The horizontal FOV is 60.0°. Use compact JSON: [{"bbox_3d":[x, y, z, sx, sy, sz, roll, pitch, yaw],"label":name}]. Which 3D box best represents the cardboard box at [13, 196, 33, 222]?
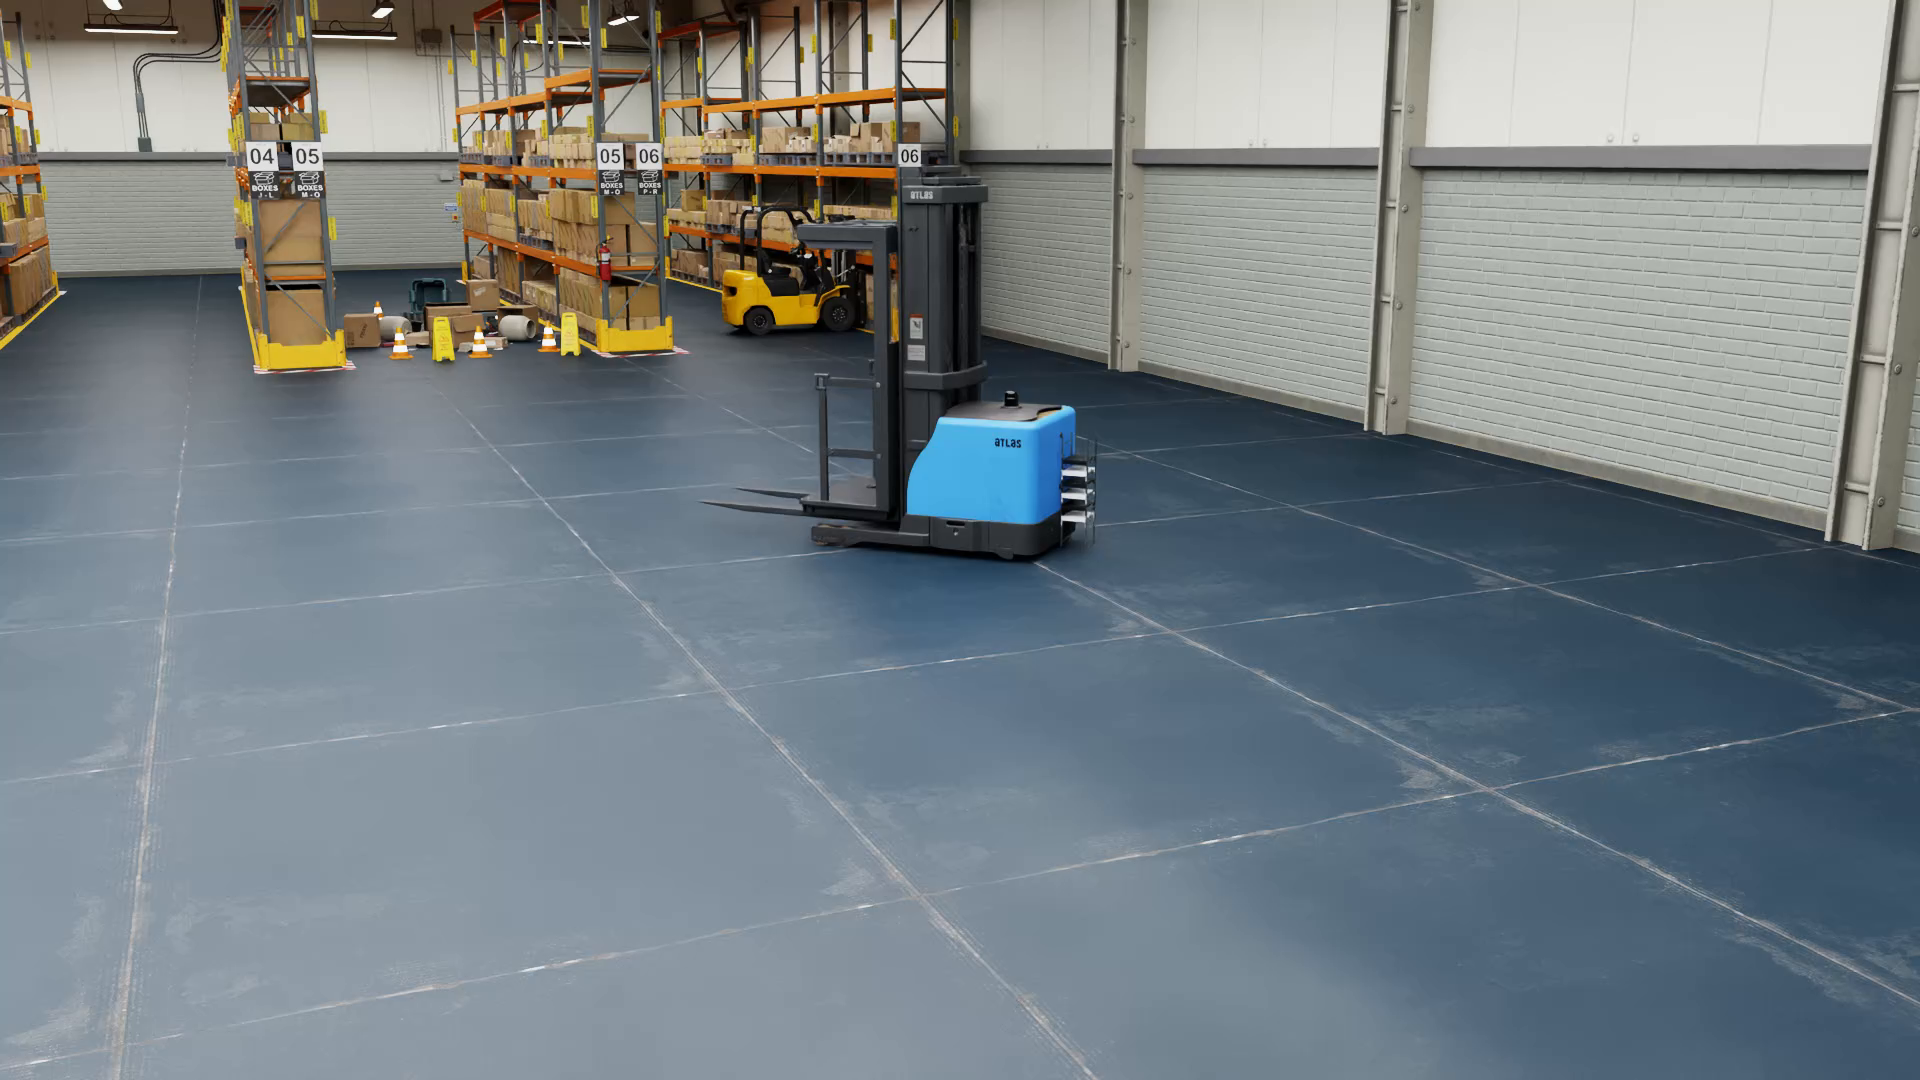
[{"bbox_3d":[-19.170,-6.726,33.788,0.500,0.500,0.500,-6,14,-23],"label":"cardboard box"}]

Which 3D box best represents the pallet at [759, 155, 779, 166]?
[{"bbox_3d":[-3.440,-7.819,34.268,1.213,0.211,1.003,-5,14,-20],"label":"pallet"}]

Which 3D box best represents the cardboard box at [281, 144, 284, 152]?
[{"bbox_3d":[-11.246,-6.635,27.878,0.258,0.266,0.396,-6,14,-24],"label":"cardboard box"}]

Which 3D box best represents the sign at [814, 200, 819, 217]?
[{"bbox_3d":[-2.685,-6.230,31.244,0.100,0.325,0.005,-6,14,-23],"label":"sign"}]

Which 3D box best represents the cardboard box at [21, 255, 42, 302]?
[{"bbox_3d":[-18.748,-5.103,32.548,1.225,0.875,0.875,-6,14,-23],"label":"cardboard box"}]

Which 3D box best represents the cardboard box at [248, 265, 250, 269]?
[{"bbox_3d":[-13.349,-5.135,31.852,0.500,0.250,0.500,-6,14,-24],"label":"cardboard box"}]

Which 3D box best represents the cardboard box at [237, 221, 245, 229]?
[{"bbox_3d":[-13.450,-5.953,31.405,0.380,0.149,0.250,-5,14,-22],"label":"cardboard box"}]

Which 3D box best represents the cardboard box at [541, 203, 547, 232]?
[{"bbox_3d":[-7.333,-5.882,30.318,0.500,0.500,0.500,-6,14,-23],"label":"cardboard box"}]

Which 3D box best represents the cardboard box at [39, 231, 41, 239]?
[{"bbox_3d":[-19.568,-6.409,34.964,0.380,0.149,0.250,-5,14,-22],"label":"cardboard box"}]

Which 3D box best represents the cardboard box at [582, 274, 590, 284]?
[{"bbox_3d":[-6.002,-4.290,27.320,0.380,0.149,0.250,-5,14,-22],"label":"cardboard box"}]

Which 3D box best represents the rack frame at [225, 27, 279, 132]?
[{"bbox_3d":[-16.040,-10.240,37.659,1.000,3.000,0.127,-6,14,-23],"label":"rack frame"}]

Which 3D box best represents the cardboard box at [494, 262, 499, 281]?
[{"bbox_3d":[-10.096,-6.055,37.630,0.875,0.438,0.875,-6,14,-24],"label":"cardboard box"}]

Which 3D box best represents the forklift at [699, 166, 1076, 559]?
[{"bbox_3d":[-0.637,-1.472,13.228,3.031,2.935,1.130,5,14,21],"label":"forklift"}]

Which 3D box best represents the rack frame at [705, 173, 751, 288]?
[{"bbox_3d":[-5.396,-7.408,38.727,1.000,3.000,0.127,-6,14,-23],"label":"rack frame"}]

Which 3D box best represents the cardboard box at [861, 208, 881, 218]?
[{"bbox_3d":[-1.529,-5.748,29.235,0.380,0.149,0.250,-5,14,-22],"label":"cardboard box"}]

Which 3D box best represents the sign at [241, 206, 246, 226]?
[{"bbox_3d":[-11.726,-5.313,27.281,0.100,0.325,0.005,-6,14,-23],"label":"sign"}]

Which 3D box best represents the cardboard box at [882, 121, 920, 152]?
[{"bbox_3d":[-0.990,-6.762,27.907,0.500,0.500,0.500,-5,14,-21],"label":"cardboard box"}]

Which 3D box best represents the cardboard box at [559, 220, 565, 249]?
[{"bbox_3d":[-6.594,-5.282,28.660,0.500,0.500,0.500,-6,14,-23],"label":"cardboard box"}]

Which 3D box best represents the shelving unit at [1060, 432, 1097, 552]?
[{"bbox_3d":[0.928,-0.377,13.004,0.210,0.900,0.258,5,14,21],"label":"shelving unit"}]

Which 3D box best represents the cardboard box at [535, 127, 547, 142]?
[{"bbox_3d":[-7.516,-7.460,30.590,0.500,0.250,0.500,-5,14,-22],"label":"cardboard box"}]

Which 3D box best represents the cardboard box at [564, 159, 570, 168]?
[{"bbox_3d":[-6.402,-6.285,27.776,0.380,0.149,0.250,-6,14,-24],"label":"cardboard box"}]

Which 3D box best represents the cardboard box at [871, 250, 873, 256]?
[{"bbox_3d":[-1.226,-5.164,28.807,0.500,0.500,0.500,-5,14,-21],"label":"cardboard box"}]

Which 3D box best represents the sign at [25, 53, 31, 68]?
[{"bbox_3d":[-20.122,-10.353,35.898,0.100,0.325,0.005,-6,14,-23],"label":"sign"}]

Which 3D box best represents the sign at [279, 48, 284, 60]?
[{"bbox_3d":[-13.931,-9.998,34.187,0.100,0.325,0.005,-6,14,-23],"label":"sign"}]

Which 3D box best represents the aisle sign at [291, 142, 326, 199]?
[{"bbox_3d":[-9.327,-5.291,23.813,0.394,0.787,0.004,-6,14,-23],"label":"aisle sign"}]

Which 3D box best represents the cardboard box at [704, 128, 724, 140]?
[{"bbox_3d":[-5.595,-9.254,37.873,0.396,0.266,0.258,-6,14,-24],"label":"cardboard box"}]

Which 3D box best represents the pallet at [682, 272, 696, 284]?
[{"bbox_3d":[-6.163,-6.444,40.745,1.003,0.211,1.213,-6,14,-23],"label":"pallet"}]

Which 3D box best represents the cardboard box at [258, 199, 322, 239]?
[{"bbox_3d":[-9.744,-4.691,24.260,0.875,0.550,0.550,-6,14,-23],"label":"cardboard box"}]

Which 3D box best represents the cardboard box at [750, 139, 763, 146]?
[{"bbox_3d":[-4.202,-8.354,34.948,0.380,0.149,0.250,-5,14,-21],"label":"cardboard box"}]

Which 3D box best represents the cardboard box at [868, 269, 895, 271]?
[{"bbox_3d":[-1.410,-4.814,30.468,0.500,0.250,0.500,-6,14,-23],"label":"cardboard box"}]

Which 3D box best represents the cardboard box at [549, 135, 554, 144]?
[{"bbox_3d":[-6.911,-6.939,28.837,0.380,0.149,0.250,-6,14,-24],"label":"cardboard box"}]

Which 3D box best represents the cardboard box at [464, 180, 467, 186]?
[{"bbox_3d":[-11.487,-8.427,39.252,0.380,0.149,0.250,-5,14,-21],"label":"cardboard box"}]

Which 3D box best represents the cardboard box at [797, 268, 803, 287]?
[{"bbox_3d":[-2.714,-5.071,32.963,0.875,0.625,0.625,-6,14,-24],"label":"cardboard box"}]

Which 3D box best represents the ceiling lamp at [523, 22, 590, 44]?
[{"bbox_3d":[-10.205,-14.345,42.447,2.000,3.185,0.800,-6,14,-23],"label":"ceiling lamp"}]

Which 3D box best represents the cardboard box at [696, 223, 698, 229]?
[{"bbox_3d":[-6.086,-7.489,39.633,0.380,0.149,0.250,-5,14,-21],"label":"cardboard box"}]

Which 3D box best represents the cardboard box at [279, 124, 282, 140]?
[{"bbox_3d":[-9.793,-6.026,24.623,0.500,0.250,0.500,-6,14,-24],"label":"cardboard box"}]

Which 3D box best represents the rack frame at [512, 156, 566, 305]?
[{"bbox_3d":[-8.340,-6.133,33.216,1.000,3.000,0.127,-6,14,-23],"label":"rack frame"}]

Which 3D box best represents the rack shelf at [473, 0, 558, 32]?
[{"bbox_3d":[-9.141,-10.737,34.031,1.077,0.370,4.000,-6,14,-23],"label":"rack shelf"}]

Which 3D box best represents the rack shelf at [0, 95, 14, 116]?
[{"bbox_3d":[-18.221,-8.028,30.583,1.077,0.370,4.000,-6,14,-23],"label":"rack shelf"}]

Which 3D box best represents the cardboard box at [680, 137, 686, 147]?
[{"bbox_3d":[-6.437,-9.583,40.037,0.500,0.250,0.500,-5,14,-21],"label":"cardboard box"}]

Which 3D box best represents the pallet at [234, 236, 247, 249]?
[{"bbox_3d":[-13.218,-5.709,31.810,1.213,0.211,1.003,-6,14,-23],"label":"pallet"}]

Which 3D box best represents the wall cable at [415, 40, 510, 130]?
[{"bbox_3d":[-13.391,-11.926,44.940,2.355,3.000,0.029,-6,14,-23],"label":"wall cable"}]

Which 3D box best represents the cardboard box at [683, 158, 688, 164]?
[{"bbox_3d":[-6.454,-9.110,39.985,0.380,0.149,0.250,-5,14,-22],"label":"cardboard box"}]

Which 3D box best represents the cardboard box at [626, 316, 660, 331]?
[{"bbox_3d":[-5.205,-3.537,27.165,0.500,0.250,0.500,-6,14,-23],"label":"cardboard box"}]

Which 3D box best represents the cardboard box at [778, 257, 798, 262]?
[{"bbox_3d":[-3.717,-6.021,35.905,0.380,0.149,0.250,-5,14,-20],"label":"cardboard box"}]

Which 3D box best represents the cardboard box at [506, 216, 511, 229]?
[{"bbox_3d":[-8.976,-6.486,33.966,0.500,0.250,0.500,-6,14,-24],"label":"cardboard box"}]

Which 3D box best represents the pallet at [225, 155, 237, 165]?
[{"bbox_3d":[-14.288,-7.724,33.855,1.213,0.211,1.003,-6,14,-23],"label":"pallet"}]

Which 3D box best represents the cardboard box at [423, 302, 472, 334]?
[{"bbox_3d":[-8.541,-3.657,27.752,0.797,0.637,0.503,-6,14,-23],"label":"cardboard box"}]

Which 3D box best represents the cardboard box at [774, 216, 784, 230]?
[{"bbox_3d":[-3.447,-6.425,33.704,0.500,0.250,0.500,-6,14,-24],"label":"cardboard box"}]

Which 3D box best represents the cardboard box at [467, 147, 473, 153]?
[{"bbox_3d":[-11.320,-9.132,38.928,0.380,0.149,0.250,-5,14,-21],"label":"cardboard box"}]

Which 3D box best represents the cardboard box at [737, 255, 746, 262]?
[{"bbox_3d":[-4.729,-6.240,36.854,0.380,0.149,0.250,-6,14,-26],"label":"cardboard box"}]

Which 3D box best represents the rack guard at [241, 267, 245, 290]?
[{"bbox_3d":[-16.009,-6.084,38.549,1.175,0.500,0.348,-6,14,-23],"label":"rack guard"}]
